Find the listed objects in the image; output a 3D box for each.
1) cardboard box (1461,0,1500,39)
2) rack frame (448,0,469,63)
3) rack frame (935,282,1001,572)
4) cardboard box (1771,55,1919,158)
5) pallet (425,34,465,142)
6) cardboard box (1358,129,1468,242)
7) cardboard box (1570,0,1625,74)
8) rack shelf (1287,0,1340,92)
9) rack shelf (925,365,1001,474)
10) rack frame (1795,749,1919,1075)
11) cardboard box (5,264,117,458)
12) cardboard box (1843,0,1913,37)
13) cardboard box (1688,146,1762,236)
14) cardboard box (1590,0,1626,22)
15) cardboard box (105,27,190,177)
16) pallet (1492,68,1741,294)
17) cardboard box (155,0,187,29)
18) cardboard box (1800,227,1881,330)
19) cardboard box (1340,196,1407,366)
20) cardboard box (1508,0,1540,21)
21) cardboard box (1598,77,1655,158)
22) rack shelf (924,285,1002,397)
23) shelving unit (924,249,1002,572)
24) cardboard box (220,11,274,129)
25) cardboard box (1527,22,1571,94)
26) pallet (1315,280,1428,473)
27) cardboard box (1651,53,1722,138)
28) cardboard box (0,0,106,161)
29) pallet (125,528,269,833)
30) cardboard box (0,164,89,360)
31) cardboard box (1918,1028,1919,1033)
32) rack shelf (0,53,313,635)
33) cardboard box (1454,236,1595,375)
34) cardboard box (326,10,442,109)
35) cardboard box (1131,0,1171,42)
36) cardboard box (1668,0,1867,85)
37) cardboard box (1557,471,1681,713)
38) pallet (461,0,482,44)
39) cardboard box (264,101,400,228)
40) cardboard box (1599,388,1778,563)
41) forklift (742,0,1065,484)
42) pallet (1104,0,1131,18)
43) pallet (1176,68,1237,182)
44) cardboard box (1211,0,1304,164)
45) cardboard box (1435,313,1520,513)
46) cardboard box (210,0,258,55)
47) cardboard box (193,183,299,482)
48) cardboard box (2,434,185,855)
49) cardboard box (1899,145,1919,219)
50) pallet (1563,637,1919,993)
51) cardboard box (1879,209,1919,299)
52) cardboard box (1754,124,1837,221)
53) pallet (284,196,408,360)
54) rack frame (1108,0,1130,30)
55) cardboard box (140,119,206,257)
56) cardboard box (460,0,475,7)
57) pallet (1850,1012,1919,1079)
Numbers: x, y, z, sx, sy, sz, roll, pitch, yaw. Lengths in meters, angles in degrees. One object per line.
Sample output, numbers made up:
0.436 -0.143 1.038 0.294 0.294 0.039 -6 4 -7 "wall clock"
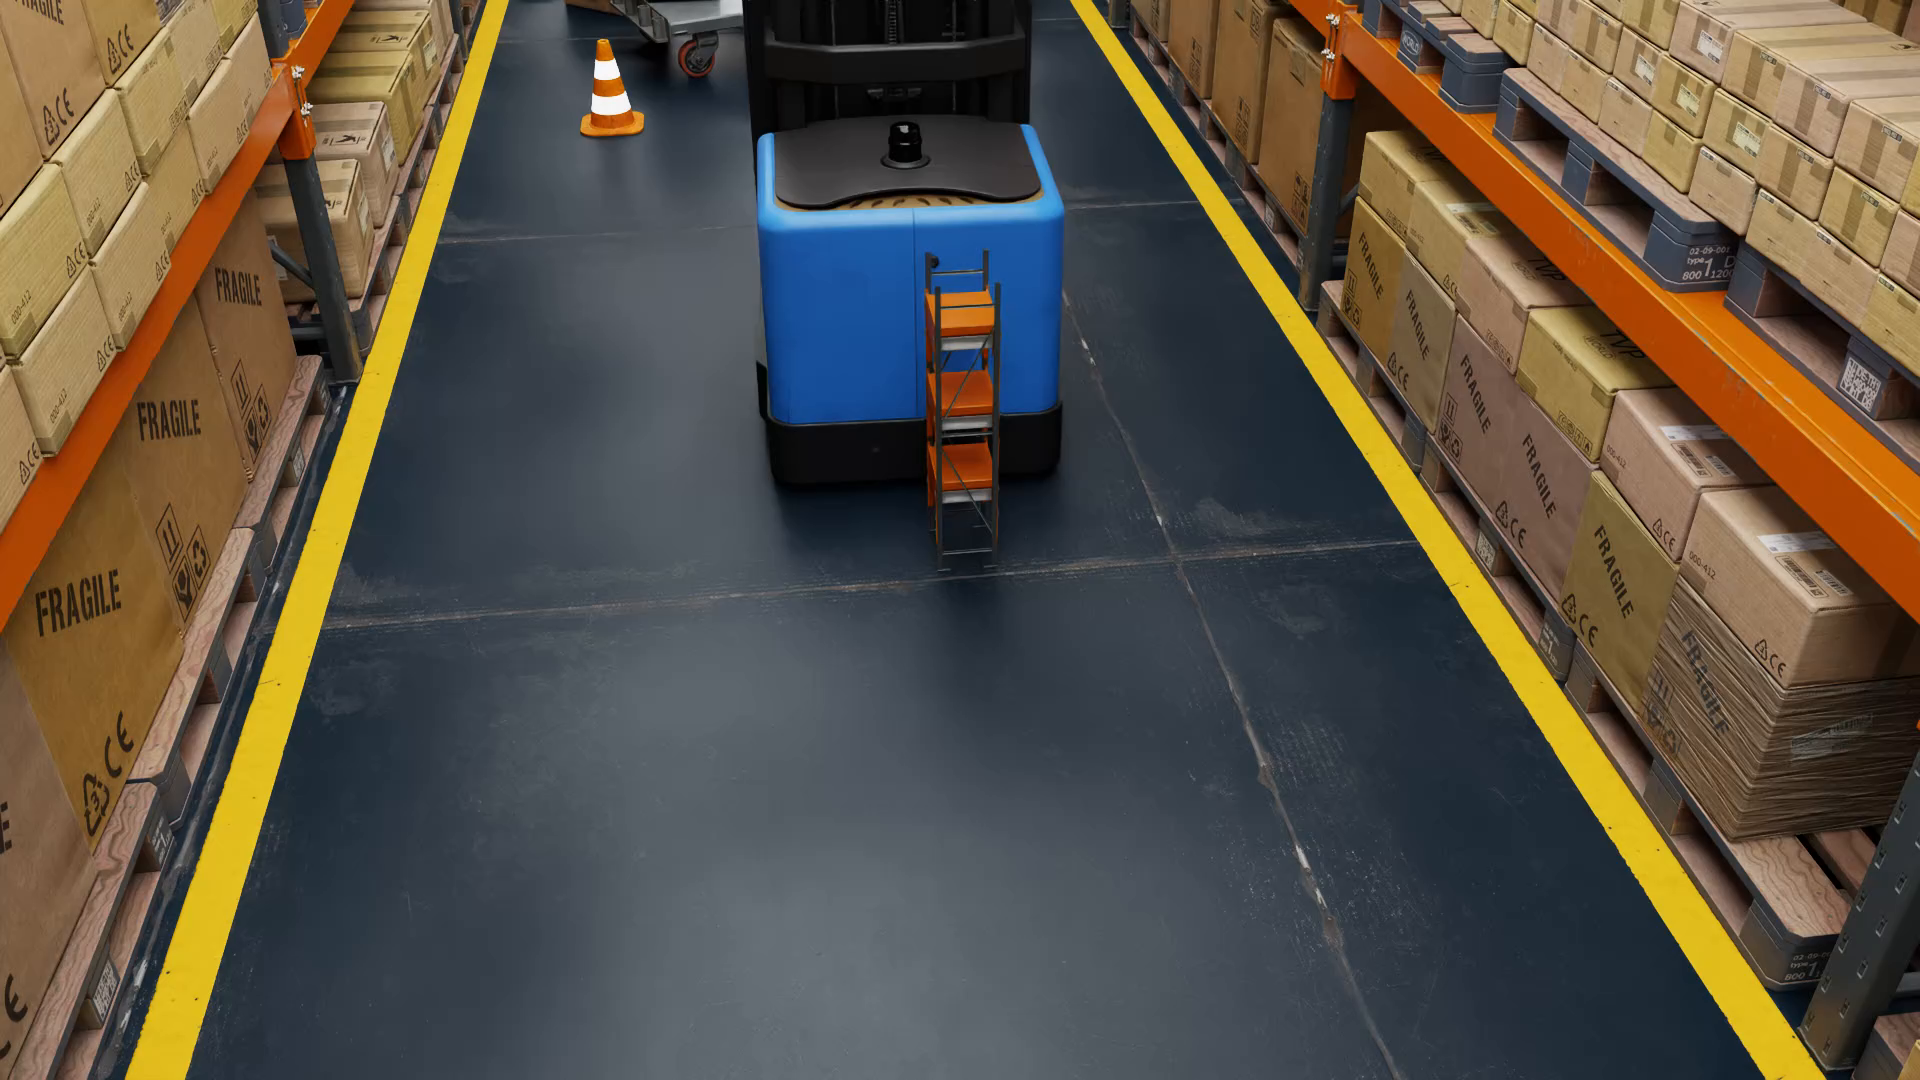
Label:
1.914 -1.793 5.568 0.380 0.149 0.250 -3 34 -4 "cardboard box"
-3.449 -4.089 9.087 1.000 3.000 0.127 -4 35 -6 "rack frame"
0.024 -0.336 5.311 0.200 1.050 0.008 -4 35 -6 "rack frame"
2.166 -1.022 3.908 0.380 0.149 0.250 -4 35 -7 "cardboard box"
-3.342 -2.503 9.235 1.003 0.211 1.213 -4 35 -6 "pallet"
1.834 -1.336 6.228 0.500 0.250 0.500 -6 35 -9 "cardboard box"
2.021 -1.478 4.841 0.380 0.149 0.250 -5 35 -7 "cardboard box"
1.712 -3.107 8.285 1.077 0.370 4.000 -4 35 -6 "rack shelf"
0.007 -0.395 5.416 0.215 0.259 0.240 -4 35 -6 "rack shelf"
2.519 -0.056 3.169 1.000 3.000 0.127 -4 35 -6 "rack frame"
-2.295 -0.405 3.813 0.500 0.250 0.500 -5 35 -7 "cardboard box"
2.707 -1.498 4.607 0.380 0.149 0.250 -3 34 -5 "cardboard box"
2.126 -0.912 4.274 0.380 0.149 0.250 -6 35 -8 "cardboard box"
2.029 -1.598 4.754 0.380 0.149 0.250 -3 34 -5 "cardboard box"
-2.432 -1.181 4.508 0.500 0.250 0.500 -5 35 -8 "cardboard box"
2.288 -1.108 4.882 1.003 0.211 1.213 -4 35 -6 "pallet"
-2.505 -1.757 4.688 0.500 0.500 0.500 -4 34 -6 "cardboard box"
2.202 -0.617 3.842 0.380 0.149 0.250 -4 35 -7 "cardboard box"
1.823 -1.015 6.423 0.500 0.500 0.500 -6 35 -8 "cardboard box"
1.959 -1.756 5.249 0.380 0.149 0.250 -4 35 -6 "cardboard box"
2.055 -1.208 4.710 0.380 0.149 0.250 -5 35 -8 "cardboard box"
0.007 -0.630 5.257 0.215 0.259 0.240 -4 35 -6 "rack shelf"
0.007 -0.404 5.411 0.215 1.050 0.252 -4 35 -6 "shelving unit"
-2.585 -1.533 5.469 0.500 0.250 0.500 -6 35 -8 "cardboard box"
1.990 -1.494 5.129 0.380 0.149 0.250 -3 34 -5 "cardboard box"
2.084 -0.700 6.590 1.003 0.211 1.213 -4 35 -6 "pallet"
2.089 -1.191 4.421 0.380 0.149 0.250 -4 35 -6 "cardboard box"
-2.384 -1.197 3.866 0.500 0.500 0.500 -5 35 -7 "cardboard box"
-2.719 0.420 4.946 1.003 0.211 1.213 -4 35 -6 "pallet"
-2.292 -0.609 3.669 0.500 0.250 0.500 -4 34 -6 "cardboard box"
2.250 1.052 3.438 0.380 0.149 0.250 -3 34 -4 "cardboard box"
-2.642 -0.444 4.377 1.077 0.370 4.000 -4 35 -6 "rack shelf"
1.956 -0.776 5.406 0.500 0.250 0.500 -4 34 -6 "cardboard box"
-3.276 -2.484 8.691 0.950 0.372 0.625 -2 34 -3 "cardboard box"
1.615 -3.425 9.737 1.050 0.750 0.750 -5 35 -7 "cardboard box"
2.097 -1.309 4.328 0.380 0.149 0.250 -6 35 -9 "cardboard box"
2.101 0.123 4.753 0.500 0.500 0.500 -5 35 -8 "cardboard box"
-3.574 -3.309 10.418 1.003 0.211 1.213 -4 35 -6 "pallet"
-3.084 -1.672 7.501 0.950 0.372 0.625 -5 35 -7 "cardboard box"
2.112 -0.191 4.548 0.500 0.250 0.500 -3 34 -4 "cardboard box"
-0.297 -2.222 6.407 1.130 2.935 3.031 -3 34 -5 "forklift"
1.418 -3.799 11.137 1.003 0.211 1.213 -4 35 -6 "pallet"
1.789 -2.261 8.881 1.003 0.211 1.213 -4 35 -6 "pallet"
1.867 -2.367 8.184 1.050 0.750 0.750 -4 34 -6 "cardboard box"
1.968 -0.449 5.592 0.500 0.500 0.500 -5 35 -8 "cardboard box"
-2.594 -1.751 5.345 0.500 0.250 0.500 -4 35 -7 "cardboard box"
-2.900 -0.761 5.717 0.875 0.875 0.875 -5 35 -7 "cardboard box"
-2.665 0.236 4.254 0.875 0.875 0.875 -3 34 -5 "cardboard box"
2.234 -0.731 3.481 0.380 0.149 0.250 -5 35 -8 "cardboard box"
2.413 0.662 4.592 1.003 0.211 1.213 -4 35 -6 "pallet"
2.233 -0.603 3.557 0.380 0.149 0.250 -4 34 -6 "cardboard box"
2.161 -0.894 3.984 0.380 0.149 0.250 -5 35 -8 "cardboard box"
-3.014 -1.141 7.237 1.003 0.211 1.213 -4 35 -6 "pallet"
1.443 -4.521 9.720 1.000 3.000 0.127 -4 35 -6 "rack frame"
-2.449 -0.967 4.638 0.500 0.250 0.500 -5 35 -7 "cardboard box"
-3.260 -3.476 10.256 0.500 0.250 0.500 -6 35 -9 "cardboard box"
2.644 1.468 3.408 1.003 0.211 1.213 -4 35 -6 "pallet"
